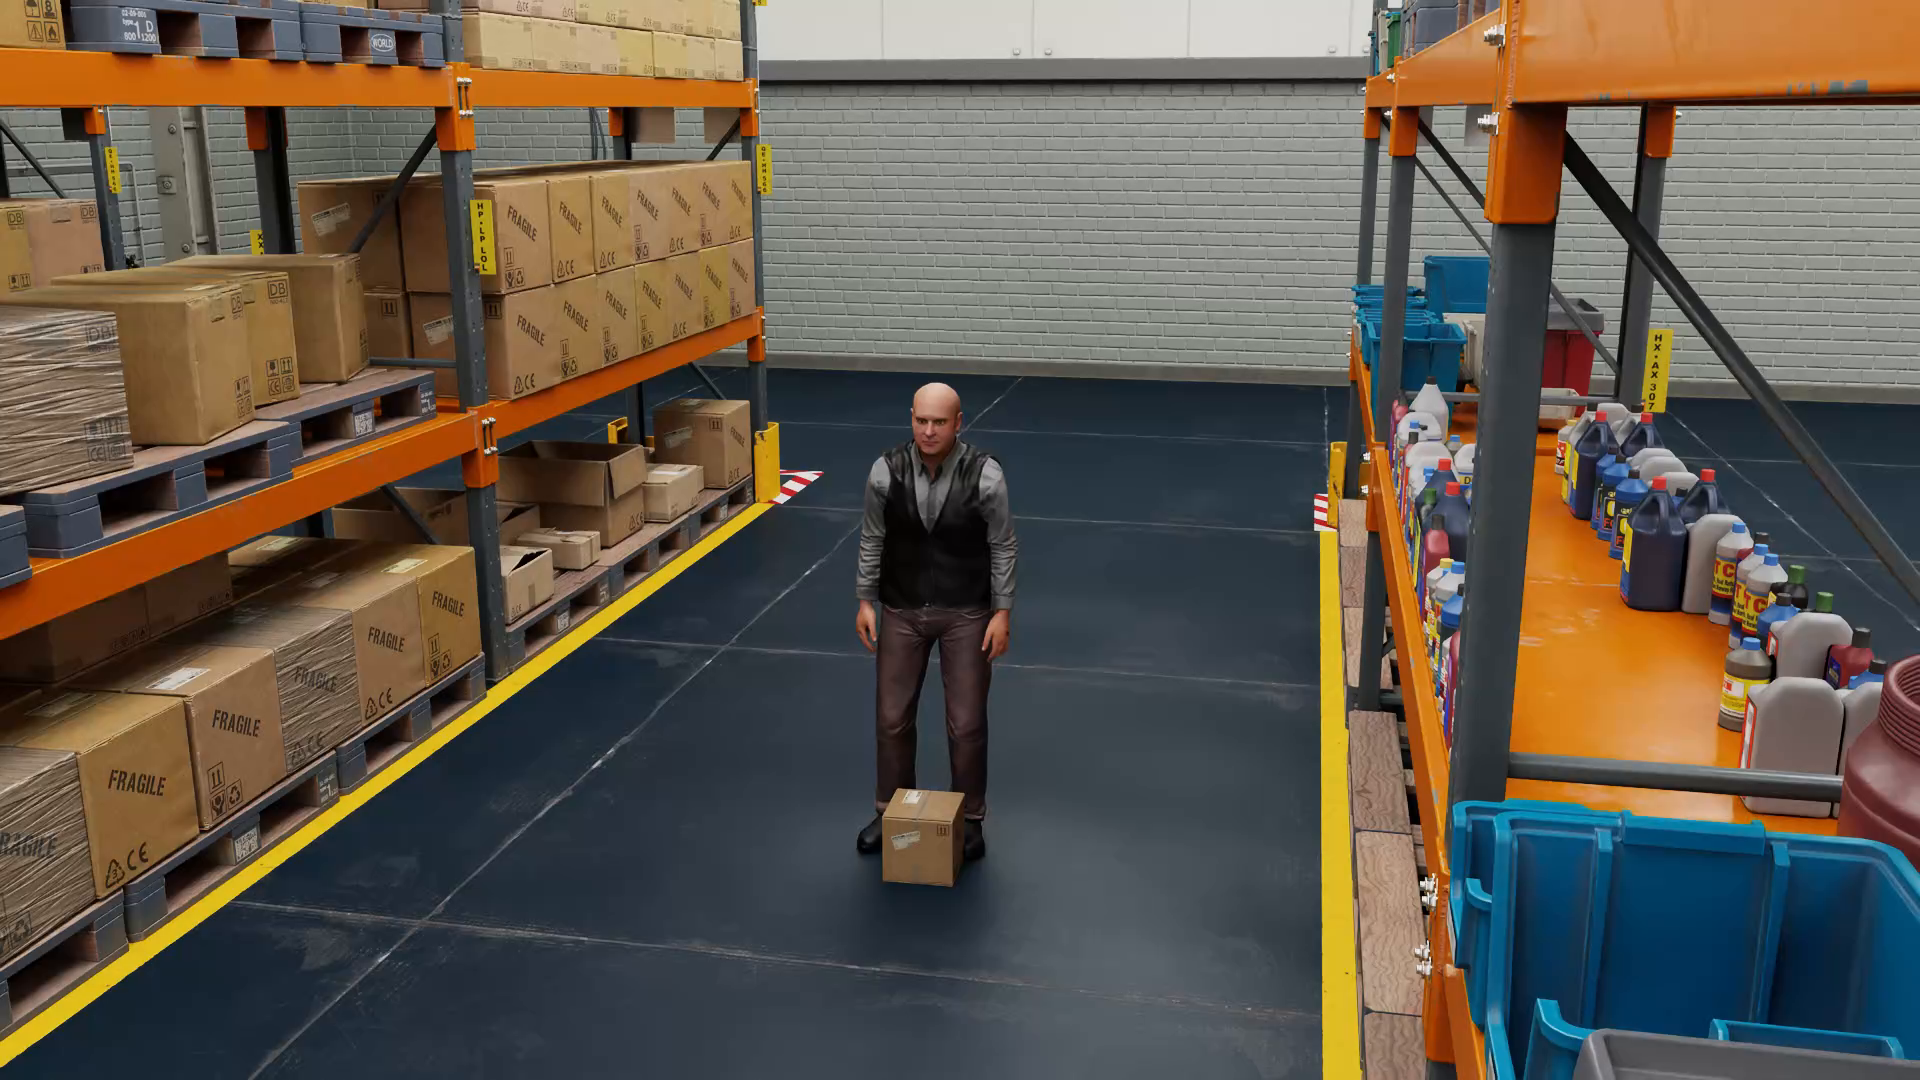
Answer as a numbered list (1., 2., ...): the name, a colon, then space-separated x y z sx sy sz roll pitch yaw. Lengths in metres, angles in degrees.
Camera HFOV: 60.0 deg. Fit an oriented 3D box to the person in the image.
1. person: -0.084 0.325 6.011 0.581 1.618 0.418 3 15 12
